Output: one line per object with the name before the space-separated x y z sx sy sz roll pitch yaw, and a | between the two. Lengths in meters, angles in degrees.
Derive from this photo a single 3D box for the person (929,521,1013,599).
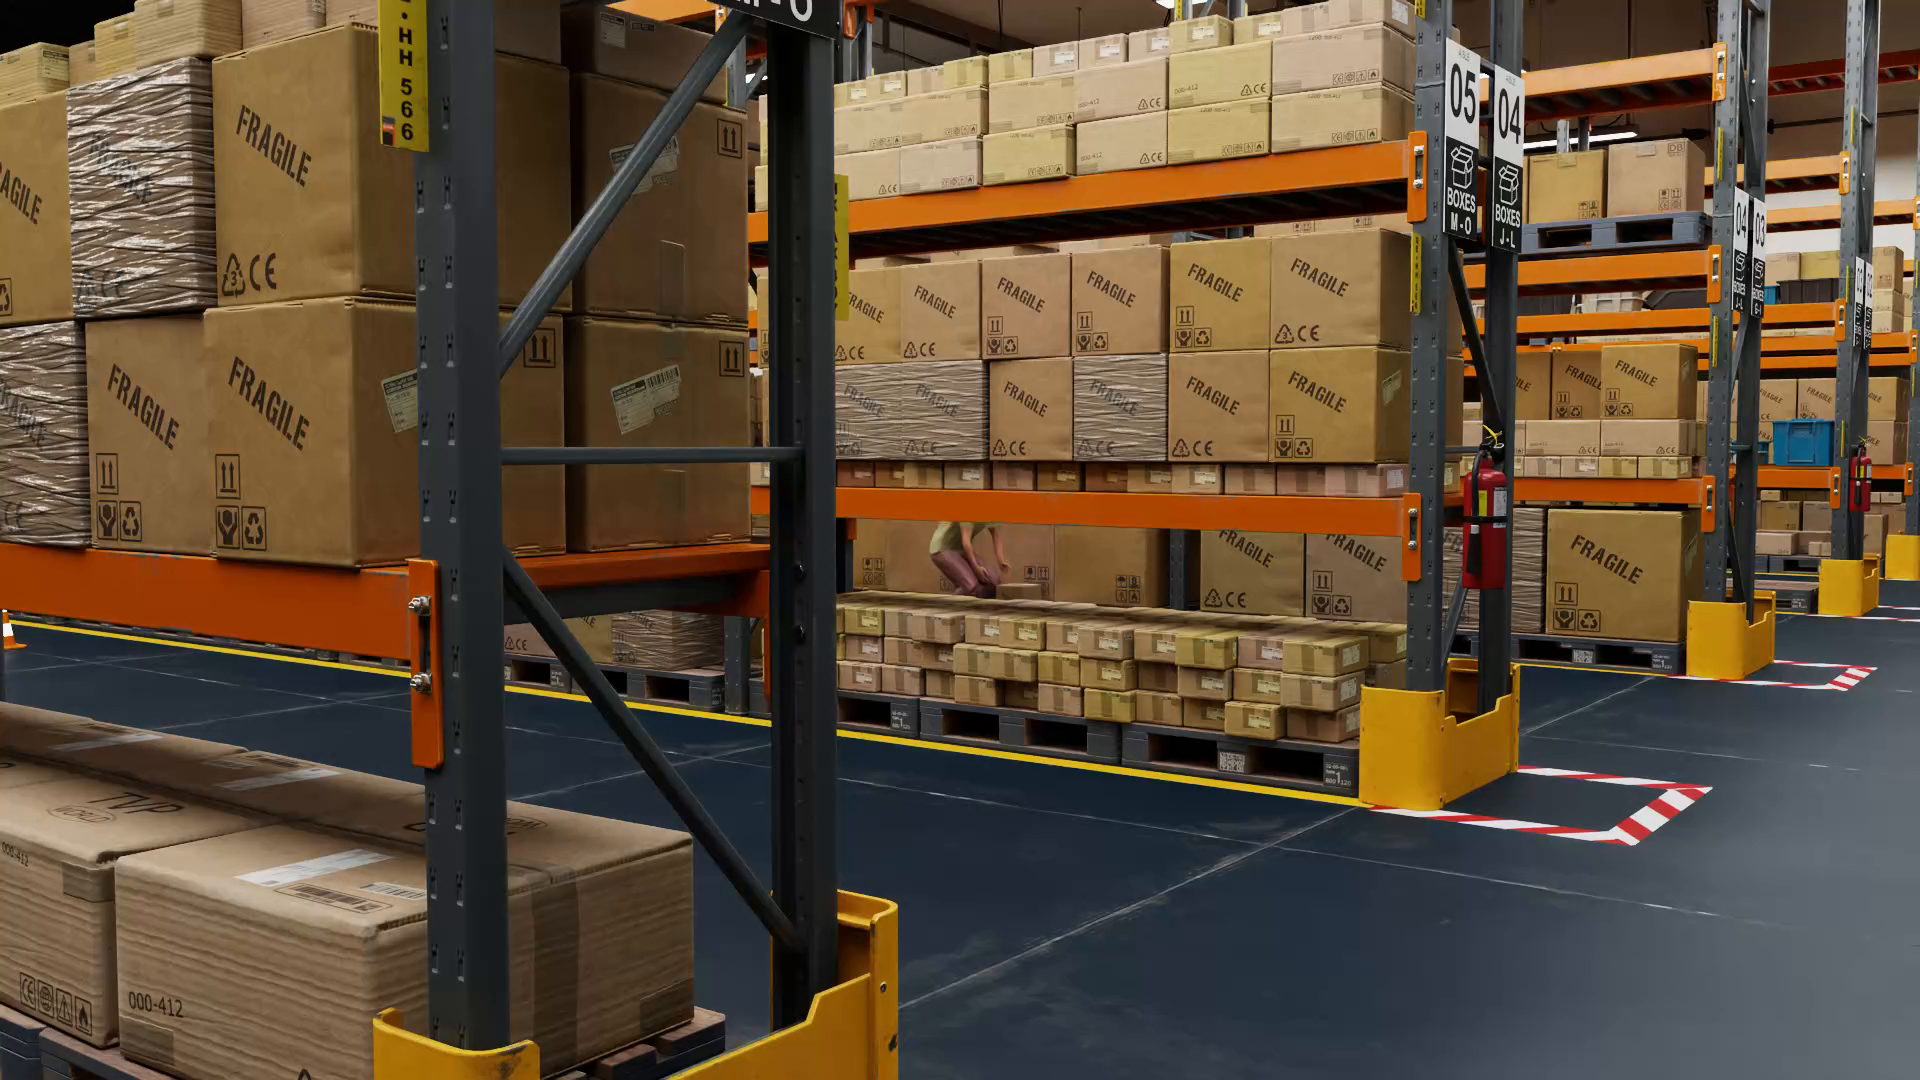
person | 0.103 0.129 13.132 0.680 1.307 0.512 2 4 36
